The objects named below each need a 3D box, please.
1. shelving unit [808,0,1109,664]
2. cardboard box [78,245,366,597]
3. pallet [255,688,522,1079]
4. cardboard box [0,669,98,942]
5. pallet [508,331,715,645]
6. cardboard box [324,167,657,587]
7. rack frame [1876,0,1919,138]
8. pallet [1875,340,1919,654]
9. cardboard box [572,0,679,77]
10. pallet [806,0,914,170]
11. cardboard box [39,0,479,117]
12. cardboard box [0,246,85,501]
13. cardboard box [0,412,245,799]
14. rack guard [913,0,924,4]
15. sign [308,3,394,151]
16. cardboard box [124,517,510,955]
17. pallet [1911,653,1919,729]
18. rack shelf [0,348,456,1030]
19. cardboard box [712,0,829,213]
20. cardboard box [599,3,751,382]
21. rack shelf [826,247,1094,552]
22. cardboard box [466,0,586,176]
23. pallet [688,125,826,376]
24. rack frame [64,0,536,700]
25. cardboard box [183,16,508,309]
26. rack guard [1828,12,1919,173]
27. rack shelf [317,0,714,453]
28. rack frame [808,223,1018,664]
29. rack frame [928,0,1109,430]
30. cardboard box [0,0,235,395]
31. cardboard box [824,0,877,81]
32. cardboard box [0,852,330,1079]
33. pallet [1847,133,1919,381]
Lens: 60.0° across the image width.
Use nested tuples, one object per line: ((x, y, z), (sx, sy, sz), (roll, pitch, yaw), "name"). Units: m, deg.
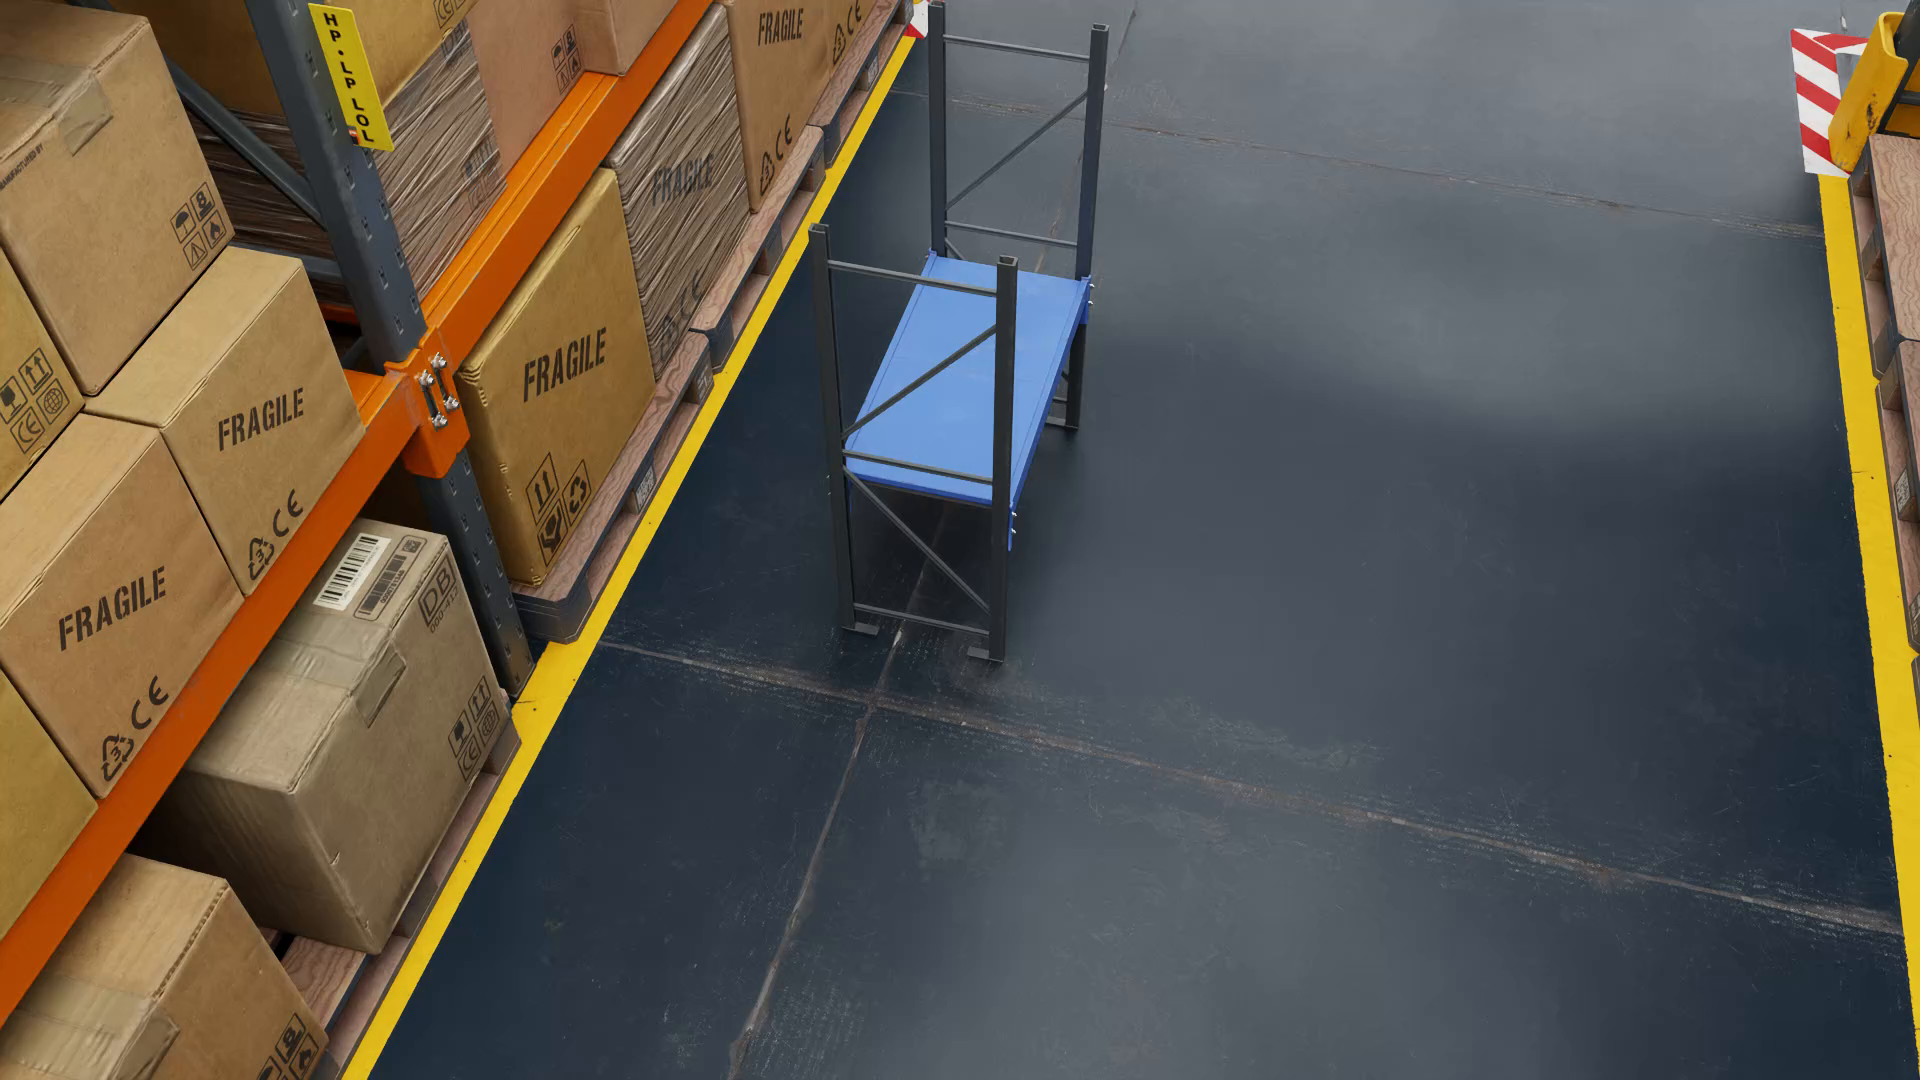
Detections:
((0.022, -0.558, 4.742), (0.538, 1.500, 1.048), (12, 50, 10), "shelving unit")
((-1.631, -0.273, 3.423), (0.500, 0.500, 0.500), (11, 50, 10), "cardboard box")
((-1.882, 0.826, 4.380), (1.003, 0.211, 1.213), (12, 50, 10), "pallet")
((-1.897, 0.458, 2.778), (0.500, 0.500, 0.500), (12, 50, 10), "cardboard box")
((-1.476, -0.282, 5.358), (1.003, 0.211, 1.213), (12, 50, 10), "pallet")
((-1.519, -0.547, 4.869), (0.875, 0.875, 0.875), (12, 50, 11), "cardboard box")
((4.059, -2.511, 5.466), (1.000, 3.000, 0.127), (12, 50, 10), "rack frame")
((3.468, -0.073, 5.174), (1.003, 0.211, 1.213), (12, 50, 10), "pallet")
((-1.288, -1.758, 4.701), (0.875, 0.550, 0.550), (12, 50, 10), "cardboard box")
((-0.834, -2.047, 6.916), (1.003, 0.211, 1.213), (12, 50, 10), "pallet")
((-1.622, -1.337, 3.609), (0.875, 0.550, 0.550), (12, 50, 10), "cardboard box")
((-2.010, -0.301, 2.782), (0.700, 0.500, 0.500), (11, 49, 9), "cardboard box")
((-1.764, 0.093, 3.101), (0.500, 0.500, 0.500), (11, 50, 10), "cardboard box")
((-0.693, -2.753, 7.347), (1.175, 0.500, 0.348), (12, 50, 10), "rack guard")
((-1.226, -0.927, 3.348), (0.100, 0.325, 0.005), (12, 50, 10), "sign")
((-1.828, 0.402, 4.115), (1.050, 0.750, 0.750), (11, 50, 10), "cardboard box")
((3.149, 0.812, 4.393), (1.003, 0.211, 1.213), (12, 50, 10), "pallet")
((-2.278, 1.015, 2.834), (1.077, 0.370, 4.000), (12, 50, 10), "rack shelf")
((-1.043, -1.859, 6.027), (0.875, 0.875, 0.875), (11, 49, 9), "cardboard box")
((-1.285, -1.200, 5.445), (0.875, 0.875, 0.875), (12, 50, 10), "cardboard box")
((0.022, -0.439, 4.877), (0.538, 0.185, 1.000), (12, 50, 10), "rack shelf")
((-1.543, -1.391, 4.377), (0.875, 0.550, 0.550), (12, 50, 10), "cardboard box")
((-1.157, -1.167, 6.139), (1.003, 0.211, 1.213), (12, 50, 10), "pallet")
((-1.752, -0.670, 3.841), (1.000, 3.000, 0.127), (12, 50, 10), "rack frame")
((-1.666, -0.989, 4.022), (0.875, 0.550, 0.550), (12, 50, 10), "cardboard box")
((4.039, -1.629, 6.354), (1.175, 0.500, 0.348), (12, 50, 10), "rack guard")
((-1.225, -1.879, 5.387), (1.077, 0.370, 4.000), (12, 50, 10), "rack shelf")
((-0.111, -0.190, 4.418), (0.500, 1.500, 0.032), (12, 50, 10), "rack frame")
((0.156, -0.926, 5.067), (0.500, 1.500, 0.032), (12, 50, 10), "rack frame")
((-1.877, -0.674, 3.110), (0.700, 0.500, 0.500), (11, 49, 9), "cardboard box")
((-0.814, -2.496, 6.589), (0.875, 0.875, 0.875), (12, 50, 10), "cardboard box")
((-2.086, 1.099, 3.500), (1.050, 0.750, 0.750), (12, 50, 10), "cardboard box")
((3.792, -0.953, 5.950), (1.003, 0.211, 1.213), (12, 50, 10), "pallet")
